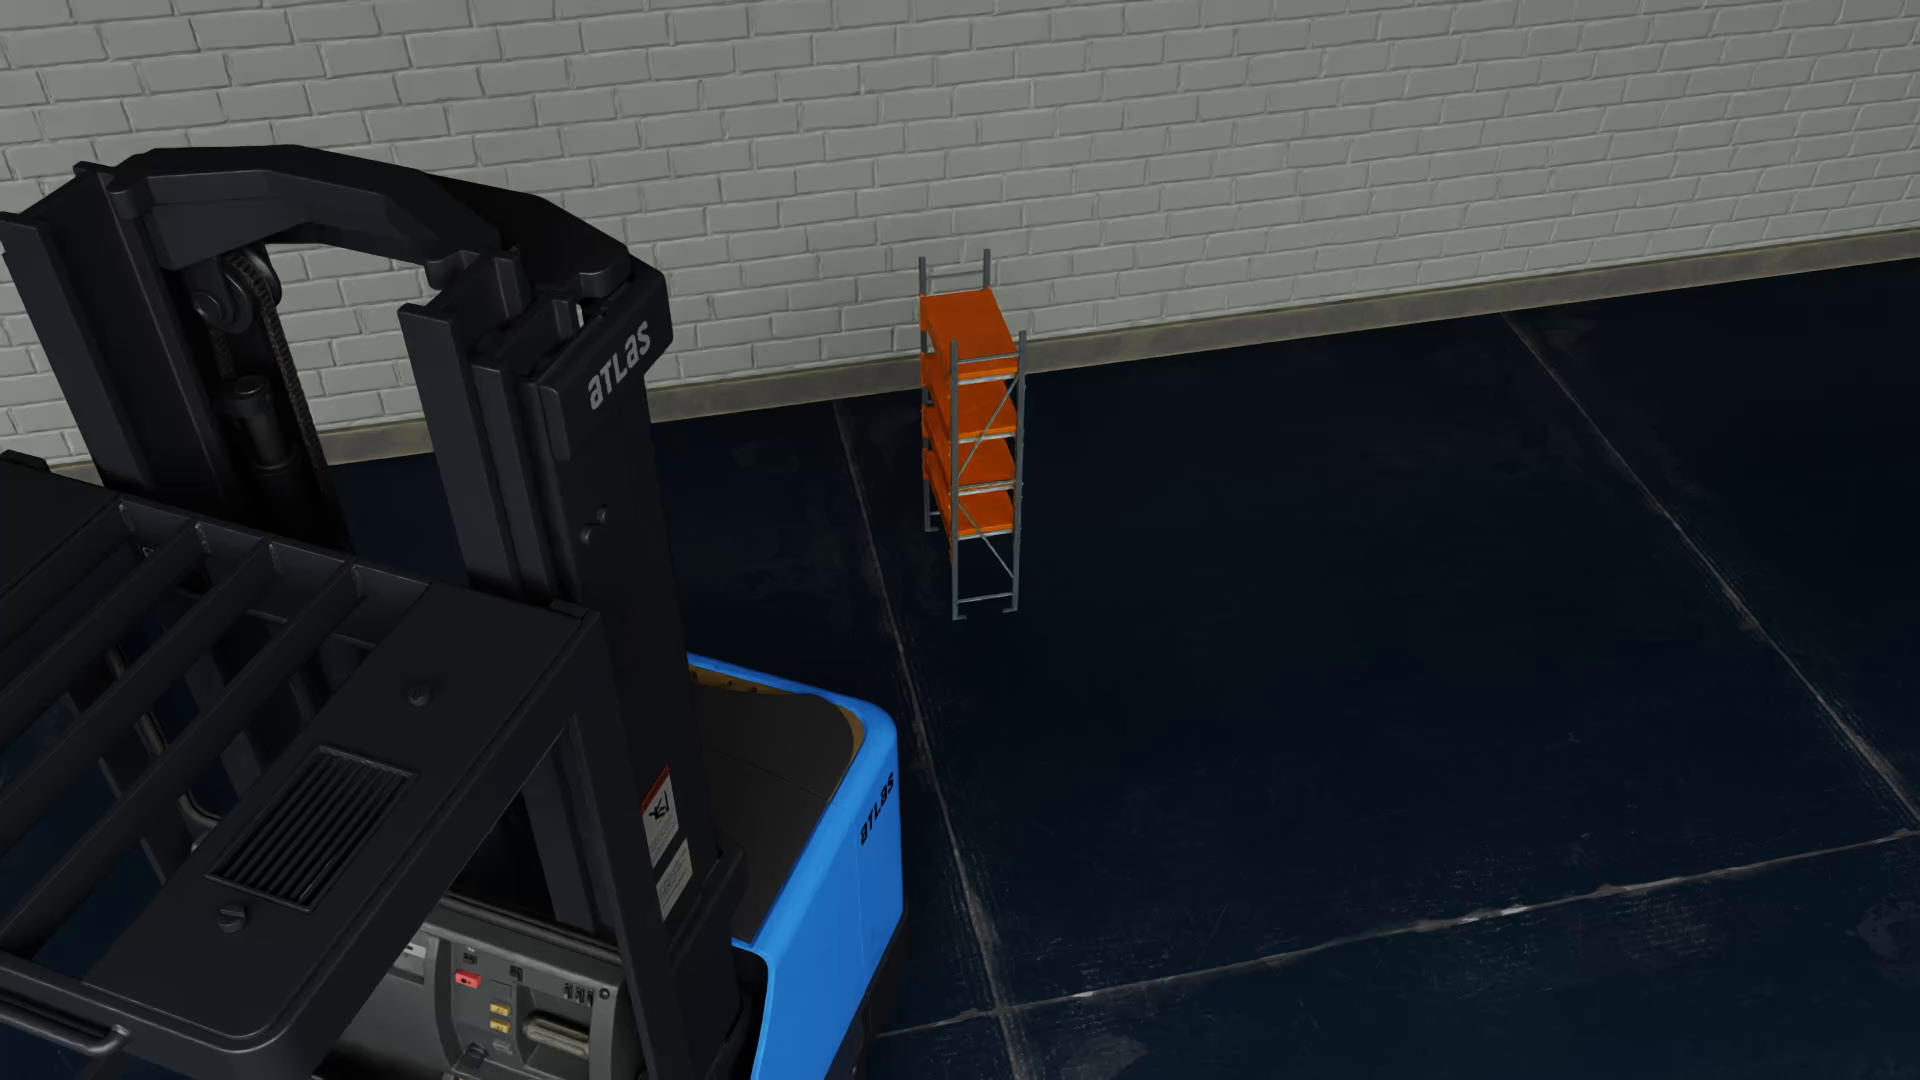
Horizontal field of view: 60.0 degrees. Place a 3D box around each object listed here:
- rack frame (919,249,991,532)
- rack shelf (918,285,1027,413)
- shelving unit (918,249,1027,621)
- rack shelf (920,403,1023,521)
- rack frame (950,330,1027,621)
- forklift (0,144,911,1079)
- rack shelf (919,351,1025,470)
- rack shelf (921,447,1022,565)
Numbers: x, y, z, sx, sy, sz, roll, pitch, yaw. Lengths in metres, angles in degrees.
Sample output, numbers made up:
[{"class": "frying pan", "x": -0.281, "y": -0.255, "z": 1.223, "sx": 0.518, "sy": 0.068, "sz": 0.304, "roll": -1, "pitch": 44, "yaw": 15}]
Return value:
[{"class": "rack frame", "x": -0.017, "y": -0.500, "z": 5.909, "sx": 0.240, "sy": 1.200, "sz": 0.015, "roll": -8, "pitch": 42, "yaw": -9}, {"class": "rack shelf", "x": 0.036, "y": -0.635, "z": 5.470, "sx": 0.258, "sy": 0.148, "sz": 0.480, "roll": -8, "pitch": 42, "yaw": -9}, {"class": "shelving unit", "x": 0.036, "y": -0.341, "z": 5.731, "sx": 0.258, "sy": 1.200, "sz": 0.503, "roll": -8, "pitch": 42, "yaw": -9}, {"class": "rack shelf", "x": 0.036, "y": -0.291, "z": 5.775, "sx": 0.258, "sy": 0.148, "sz": 0.480, "roll": -8, "pitch": 42, "yaw": -9}, {"class": "rack frame", "x": 0.088, "y": -0.183, "z": 5.553, "sx": 0.240, "sy": 1.200, "sz": 0.015, "roll": -8, "pitch": 42, "yaw": -9}, {"class": "forklift", "x": -1.128, "y": 0.936, "z": 2.988, "sx": 1.130, "sy": 2.935, "sz": 3.031, "roll": 14, "pitch": 43, "yaw": 15}, {"class": "rack shelf", "x": 0.036, "y": -0.458, "z": 5.627, "sx": 0.258, "sy": 0.148, "sz": 0.480, "roll": -8, "pitch": 42, "yaw": -9}, {"class": "rack shelf", "x": 0.036, "y": -0.143, "z": 5.907, "sx": 0.258, "sy": 0.148, "sz": 0.480, "roll": -8, "pitch": 42, "yaw": -9}]
